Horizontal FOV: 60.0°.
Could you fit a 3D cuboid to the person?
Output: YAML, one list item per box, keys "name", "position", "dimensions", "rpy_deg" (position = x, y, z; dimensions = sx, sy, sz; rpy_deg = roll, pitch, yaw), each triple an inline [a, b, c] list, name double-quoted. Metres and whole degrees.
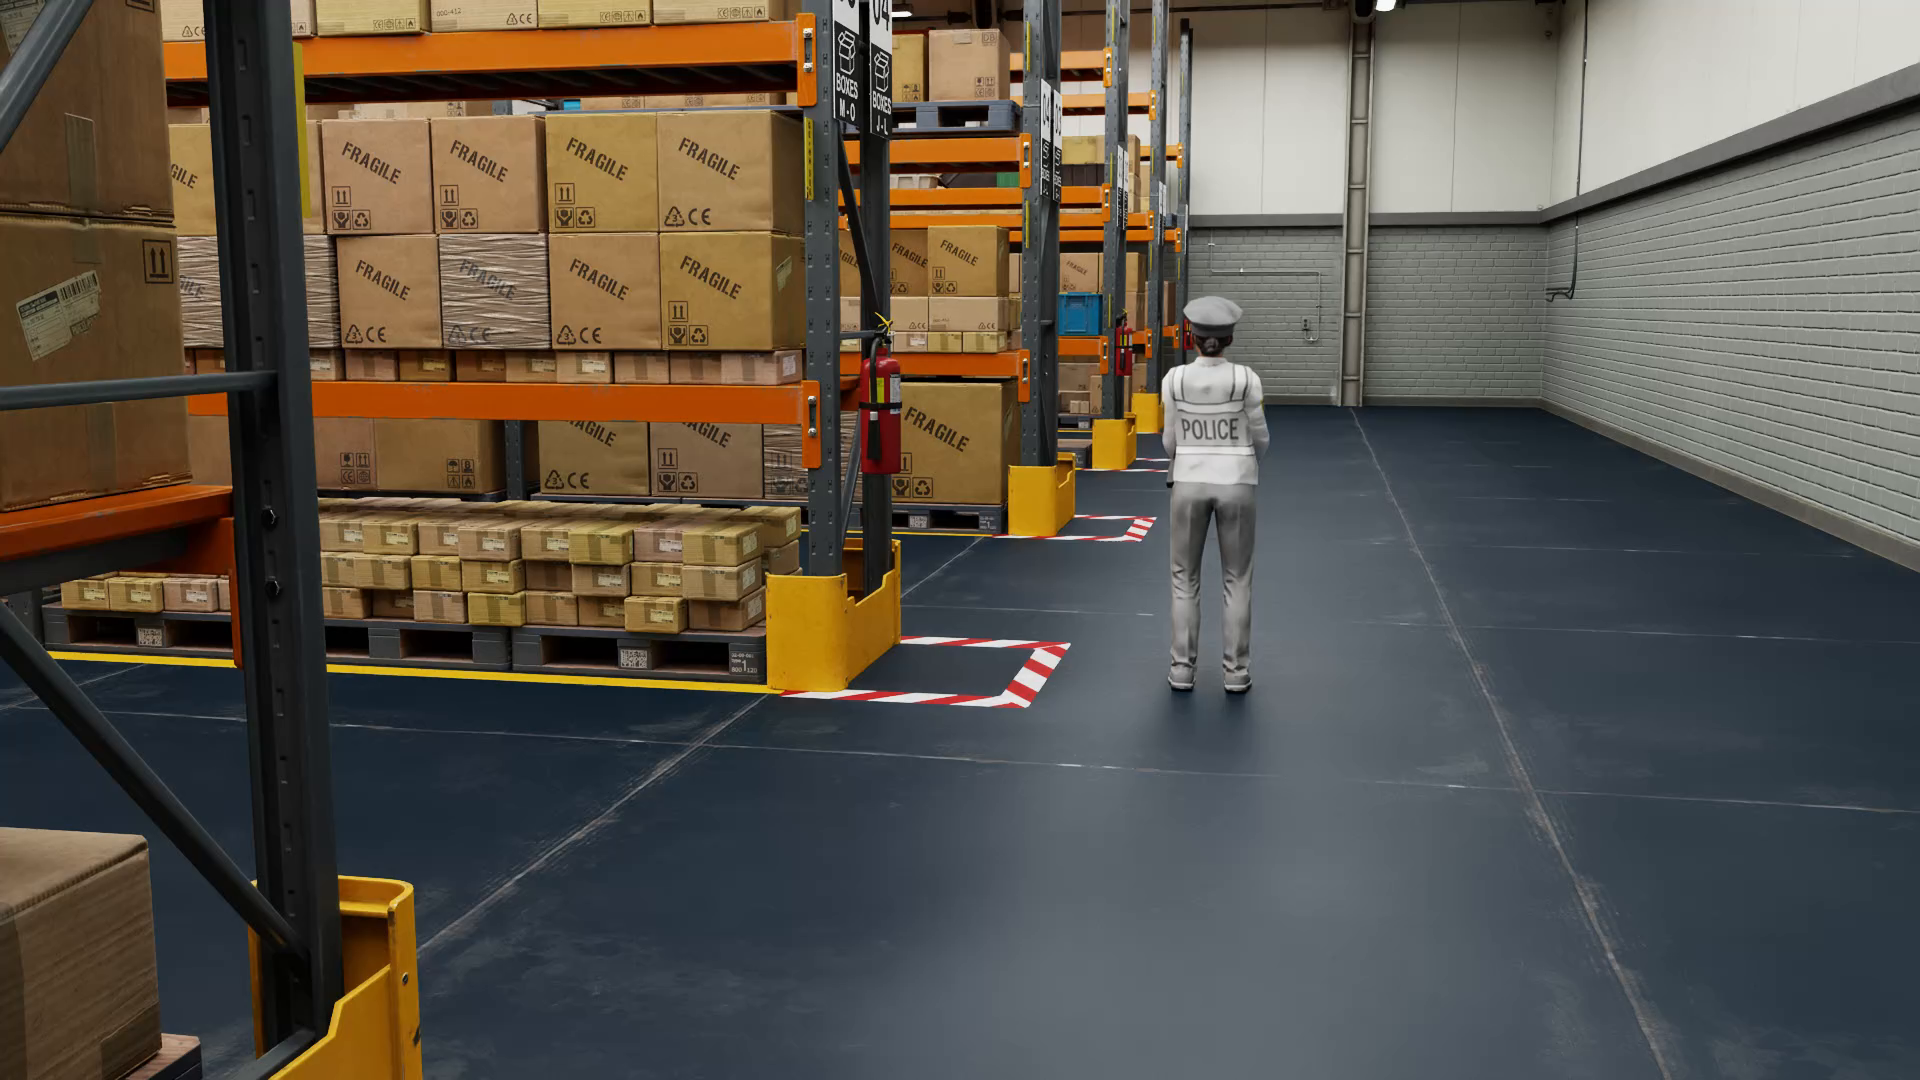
- name: "person"
  position: [1.097, -0.202, 7.164]
  dimensions: [0.459, 1.686, 0.549]
  rpy_deg: [2, 8, 12]
